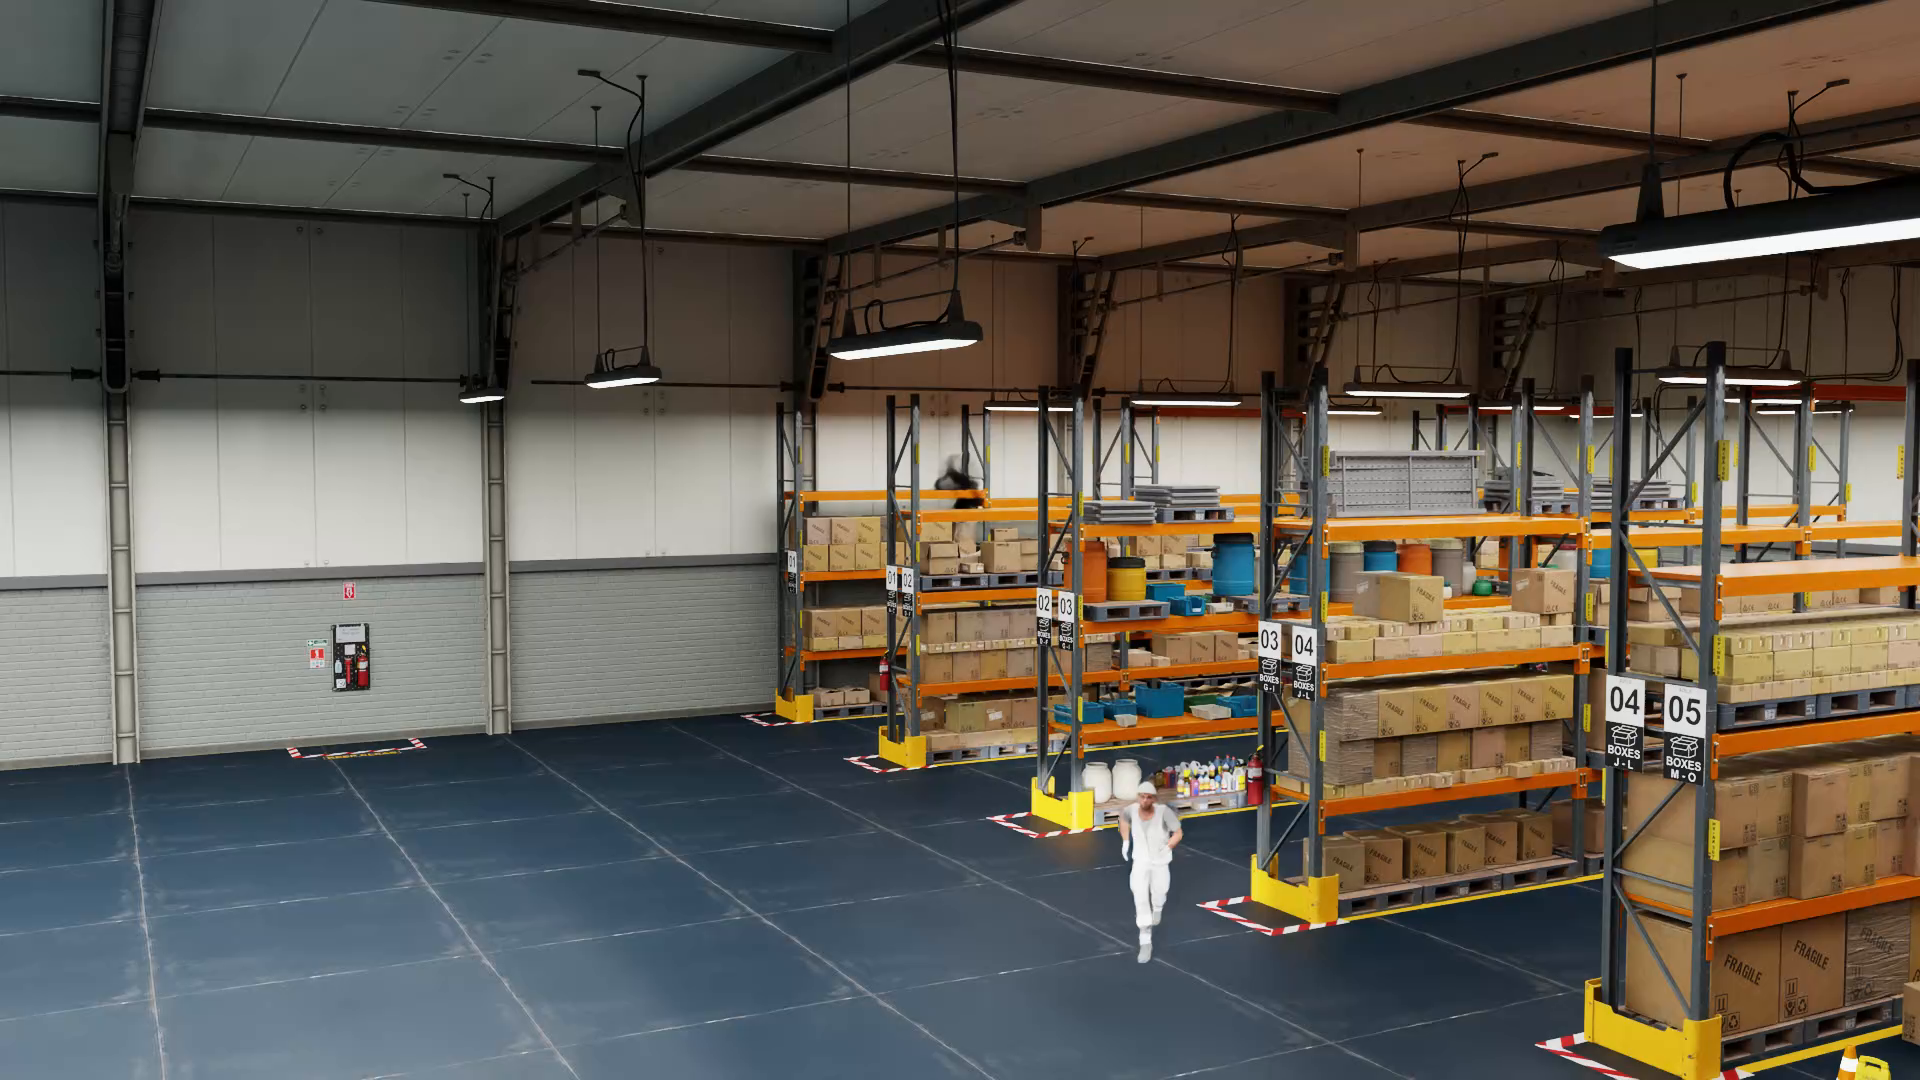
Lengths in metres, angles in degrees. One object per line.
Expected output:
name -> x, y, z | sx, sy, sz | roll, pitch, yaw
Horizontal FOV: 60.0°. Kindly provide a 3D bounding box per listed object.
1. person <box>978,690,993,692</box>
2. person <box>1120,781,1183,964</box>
person -> 0.447, 2.291, 30.196 | 0.739, 1.824, 0.667 | -2, 4, -33
person -> 1.964, 3.319, 17.080 | 0.660, 1.775, 1.139 | 1, 3, 12
